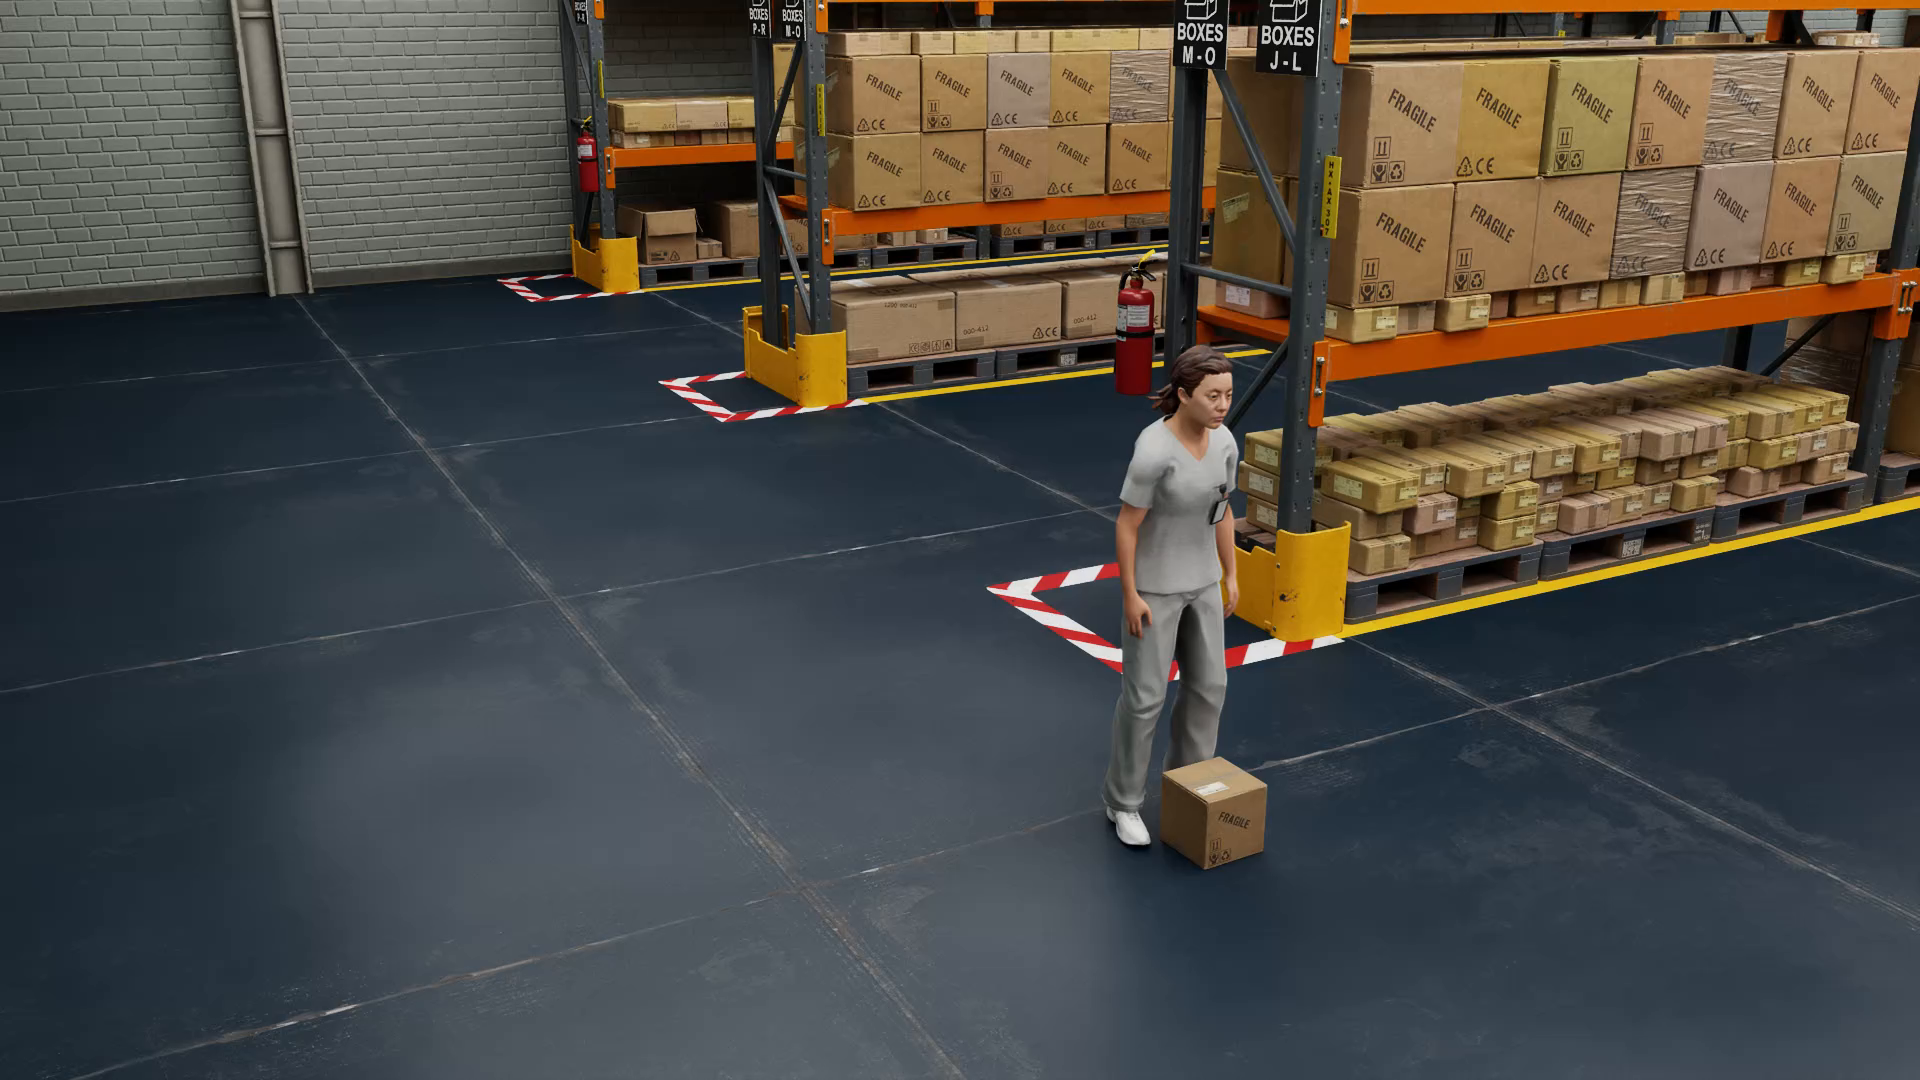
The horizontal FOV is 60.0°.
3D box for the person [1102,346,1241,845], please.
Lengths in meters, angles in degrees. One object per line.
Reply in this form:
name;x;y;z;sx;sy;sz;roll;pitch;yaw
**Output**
person;0.734;0.180;5.531;0.503;1.669;0.406;-10;21;-28
